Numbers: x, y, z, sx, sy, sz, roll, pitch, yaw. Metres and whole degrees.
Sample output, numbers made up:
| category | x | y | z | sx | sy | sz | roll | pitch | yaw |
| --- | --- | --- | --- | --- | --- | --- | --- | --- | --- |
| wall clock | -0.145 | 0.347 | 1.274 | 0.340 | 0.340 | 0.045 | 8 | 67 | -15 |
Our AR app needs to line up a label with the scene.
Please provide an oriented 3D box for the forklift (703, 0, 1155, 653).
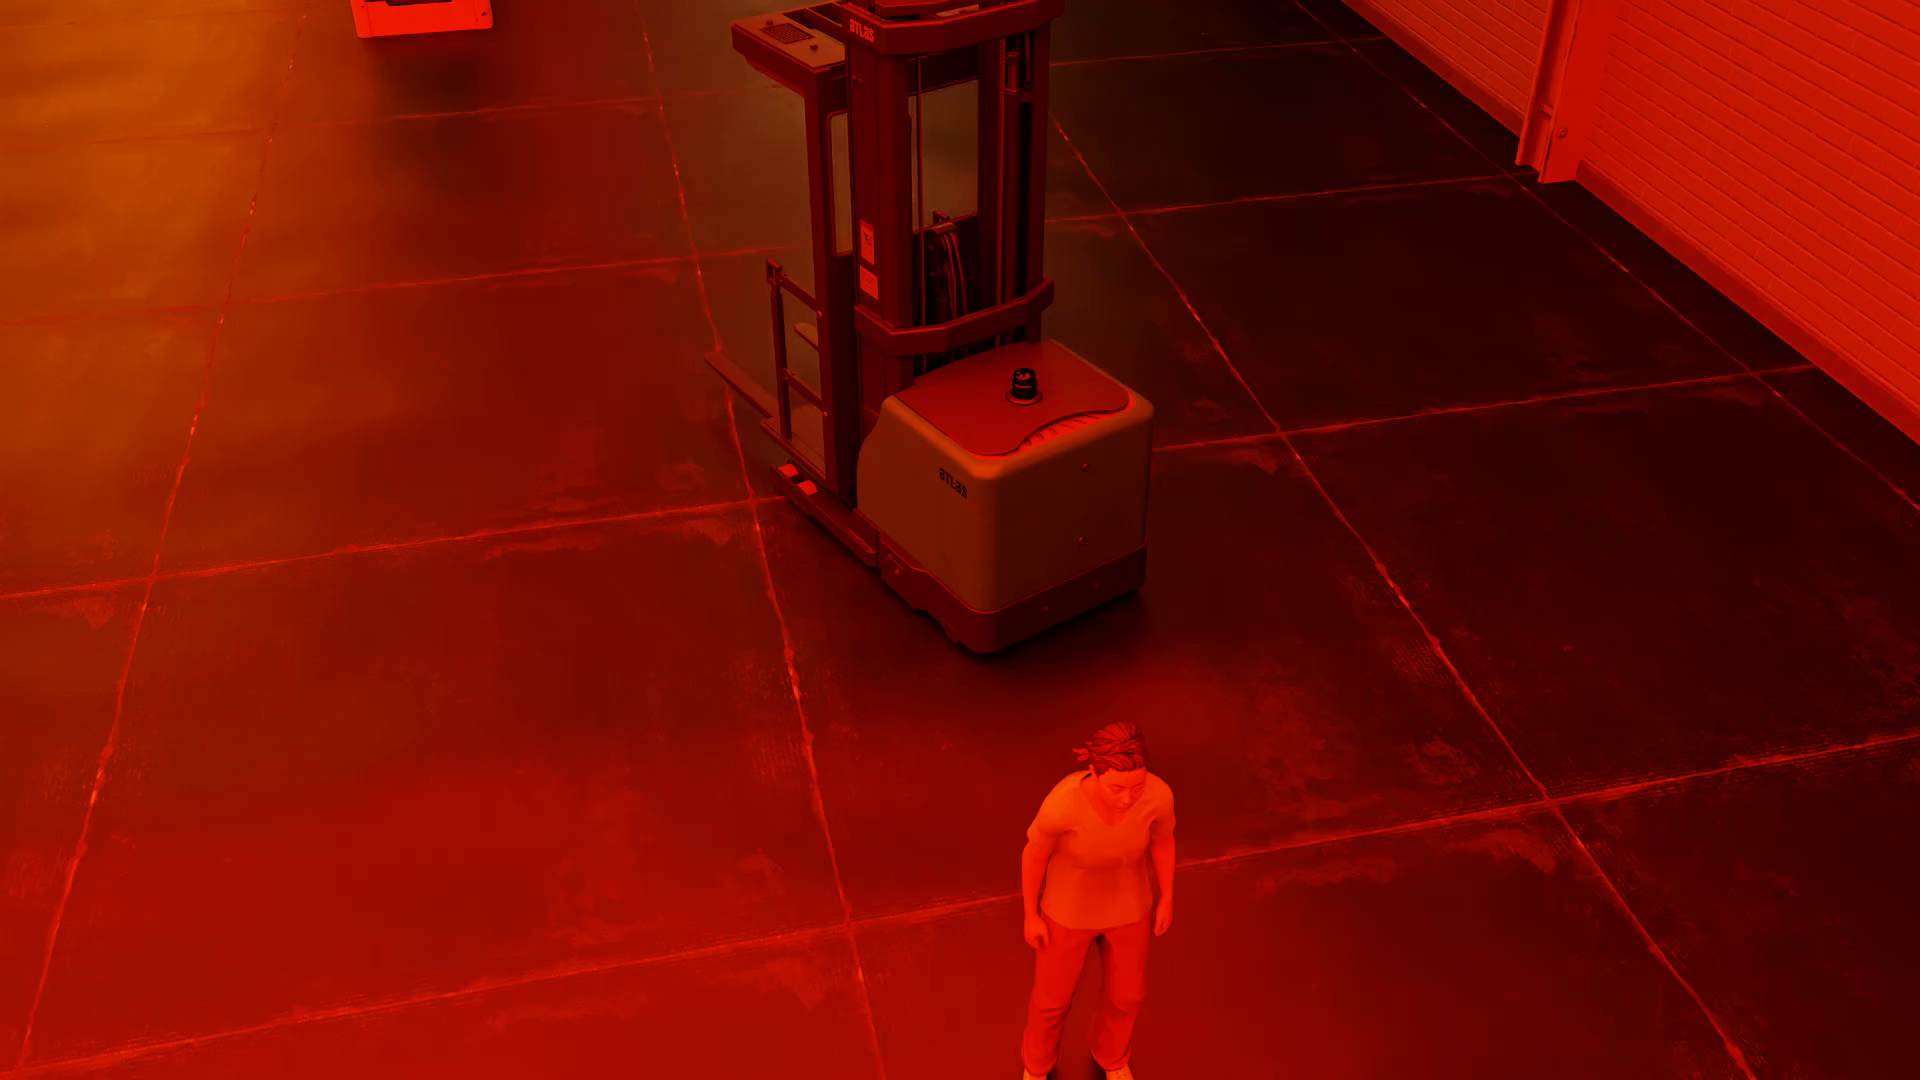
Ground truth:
| category | x | y | z | sx | sy | sz | roll | pitch | yaw |
| --- | --- | --- | --- | --- | --- | --- | --- | --- | --- |
| forklift | -0.350 | -1.480 | 8.107 | 1.130 | 2.935 | 3.031 | -22 | 41 | -28 |

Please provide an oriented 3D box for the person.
| category | x | y | z | sx | sy | sz | roll | pitch | yaw |
| --- | --- | --- | --- | --- | --- | --- | --- | --- | --- |
| person | 0.449 | 1.222 | 5.430 | 0.519 | 1.673 | 0.356 | -5 | 36 | -7 |
